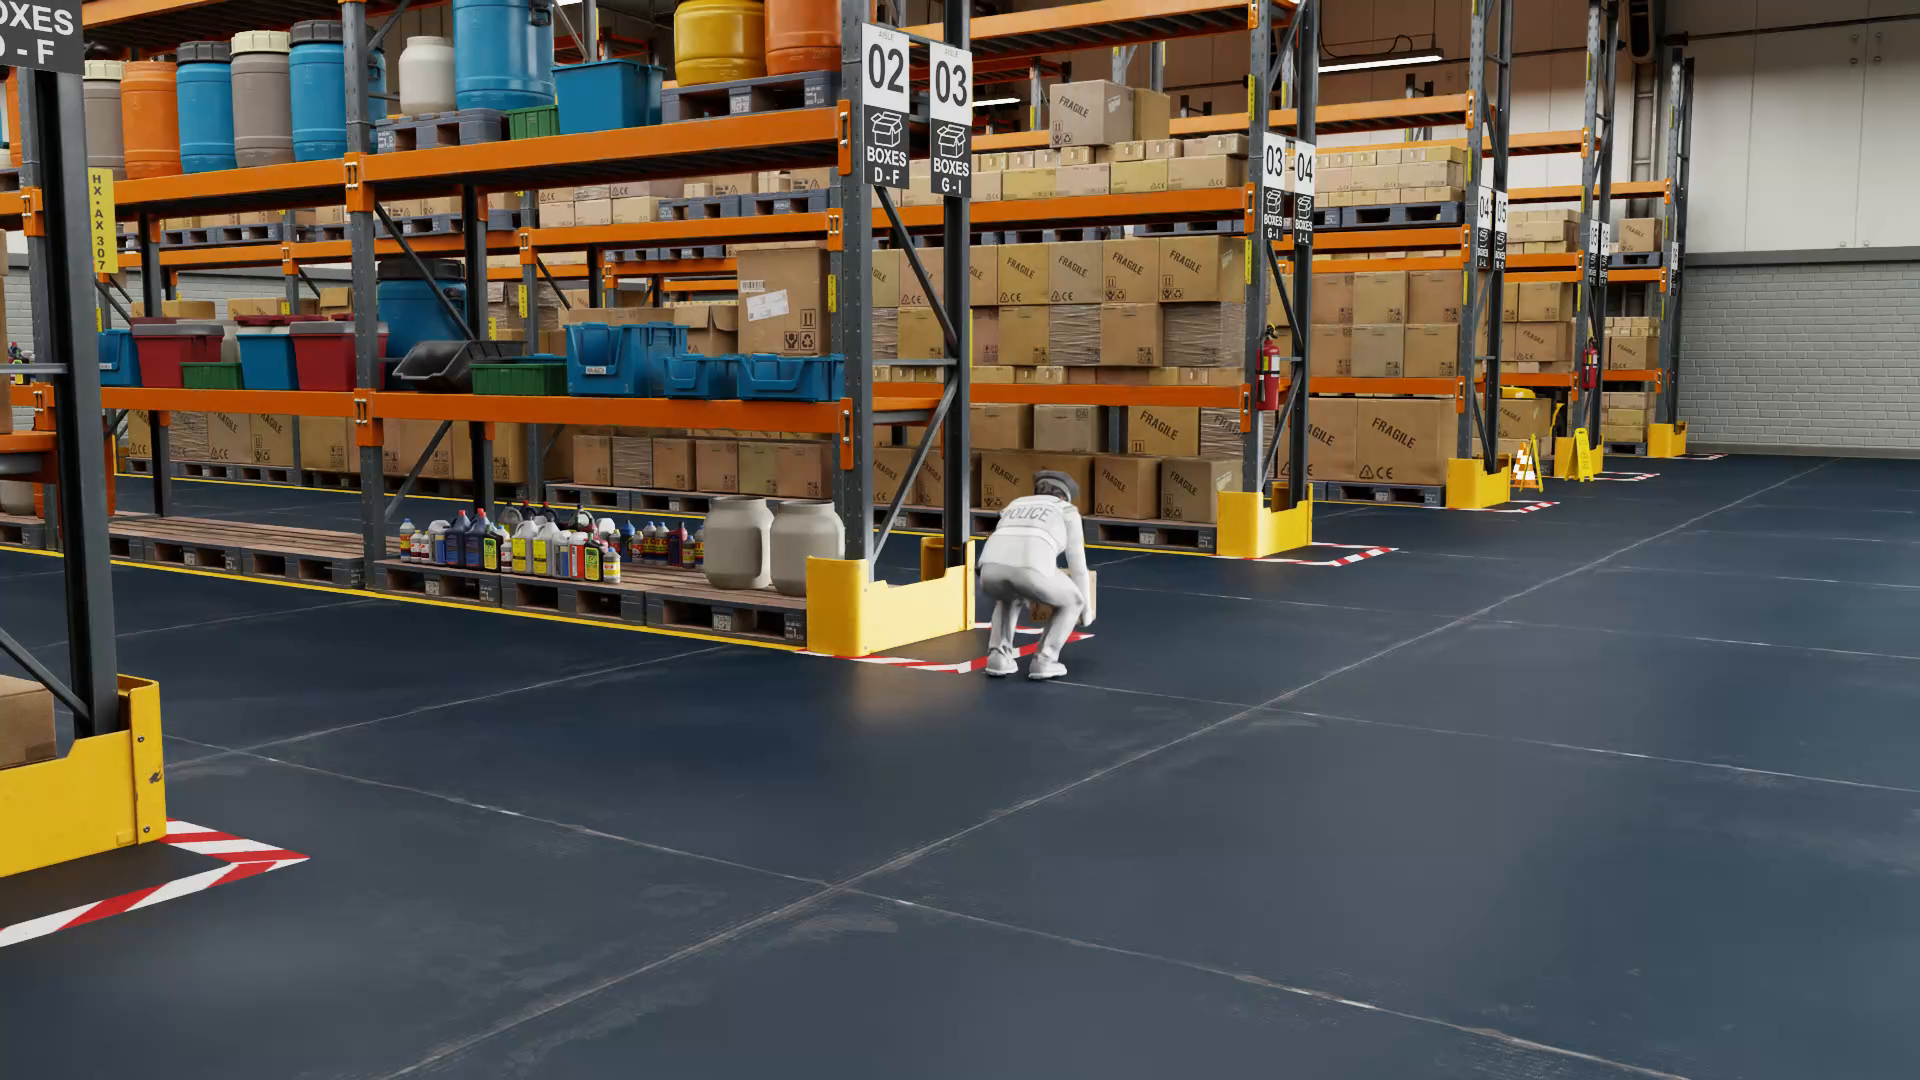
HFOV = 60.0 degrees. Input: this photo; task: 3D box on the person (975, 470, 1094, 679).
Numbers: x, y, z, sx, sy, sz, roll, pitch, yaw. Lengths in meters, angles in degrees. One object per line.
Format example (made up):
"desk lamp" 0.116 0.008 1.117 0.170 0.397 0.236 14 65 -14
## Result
"person" 0.376 0.163 8.163 0.458 0.981 0.868 3 7 25
